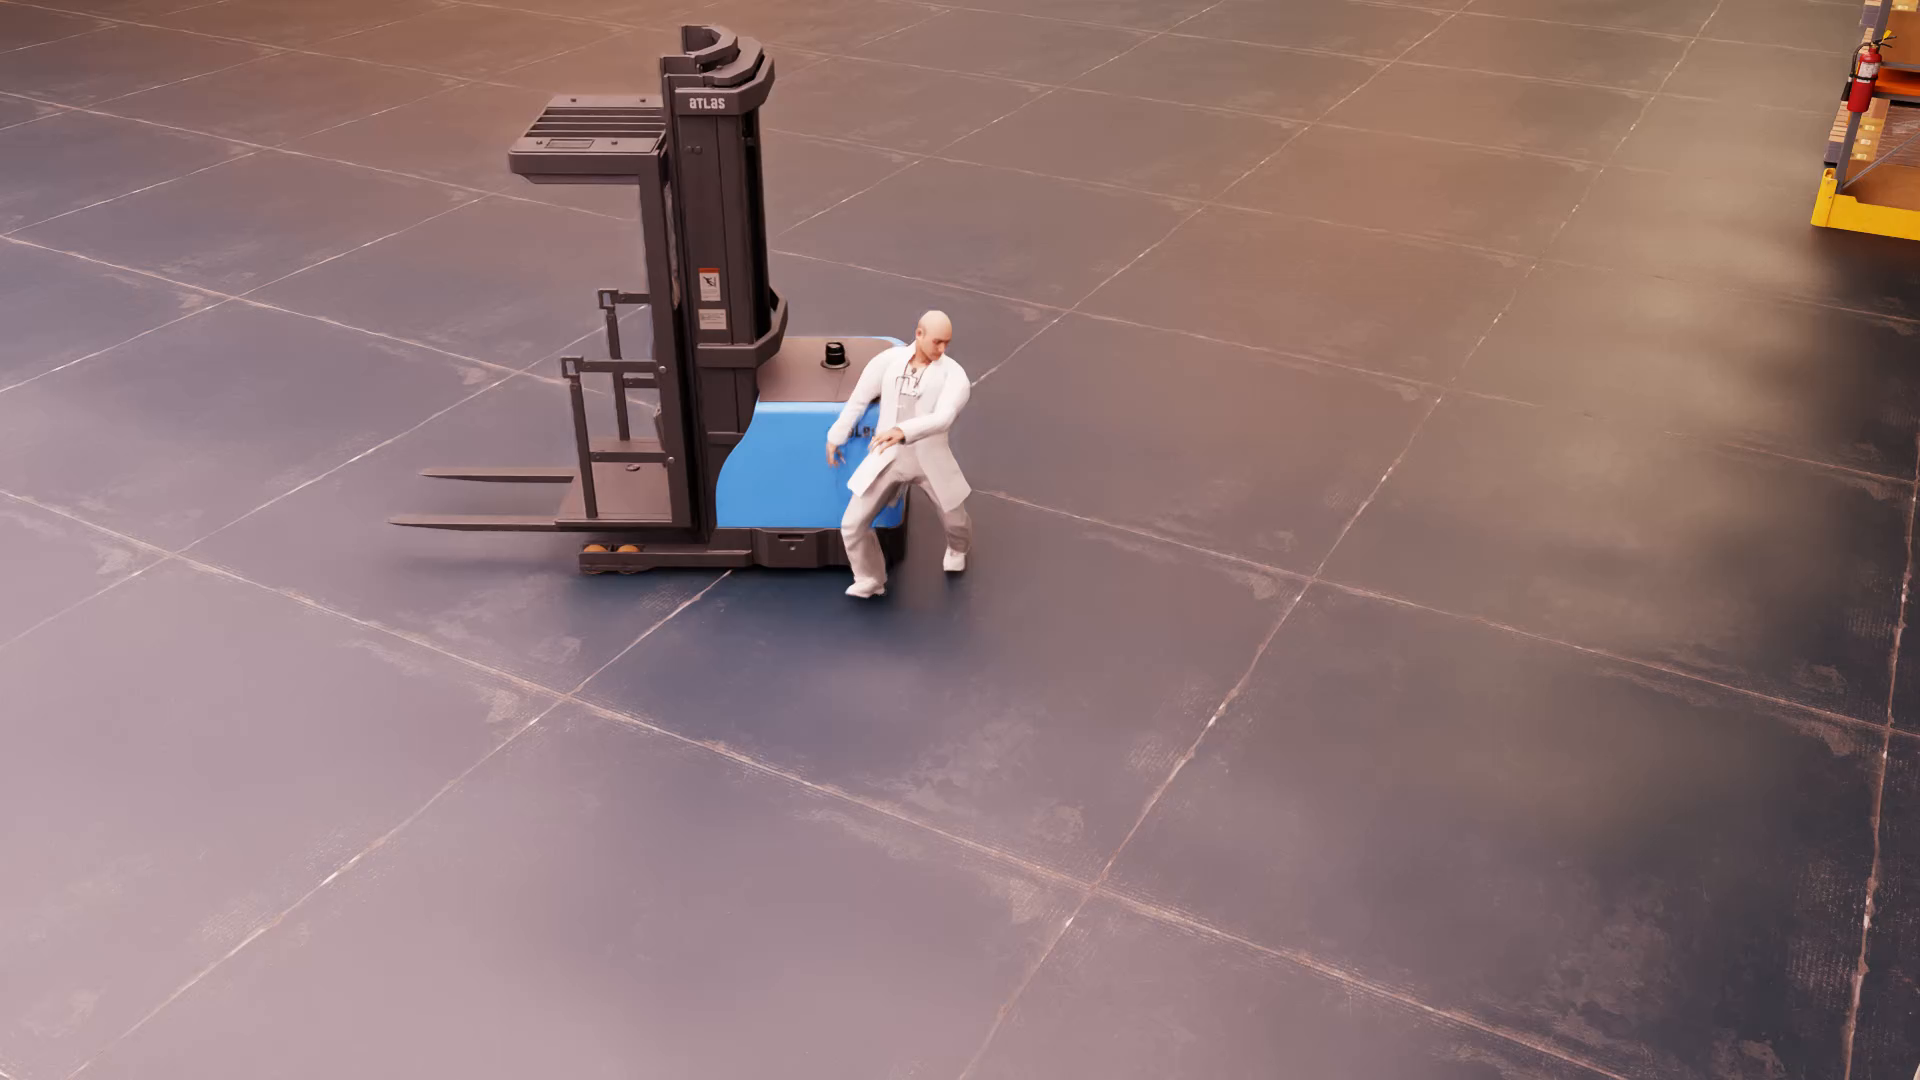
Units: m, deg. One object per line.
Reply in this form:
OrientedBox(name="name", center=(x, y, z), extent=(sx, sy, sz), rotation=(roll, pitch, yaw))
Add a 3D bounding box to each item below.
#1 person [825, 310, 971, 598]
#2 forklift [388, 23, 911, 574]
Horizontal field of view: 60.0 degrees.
OrientedBox(name="person", center=(-0.348, -0.432, 9.129), extent=(0.815, 1.662, 0.941), rotation=(4, 30, 7))
OrientedBox(name="forklift", center=(-1.831, -1.334, 9.382), extent=(3.031, 2.935, 1.130), rotation=(0, 30, 1))
